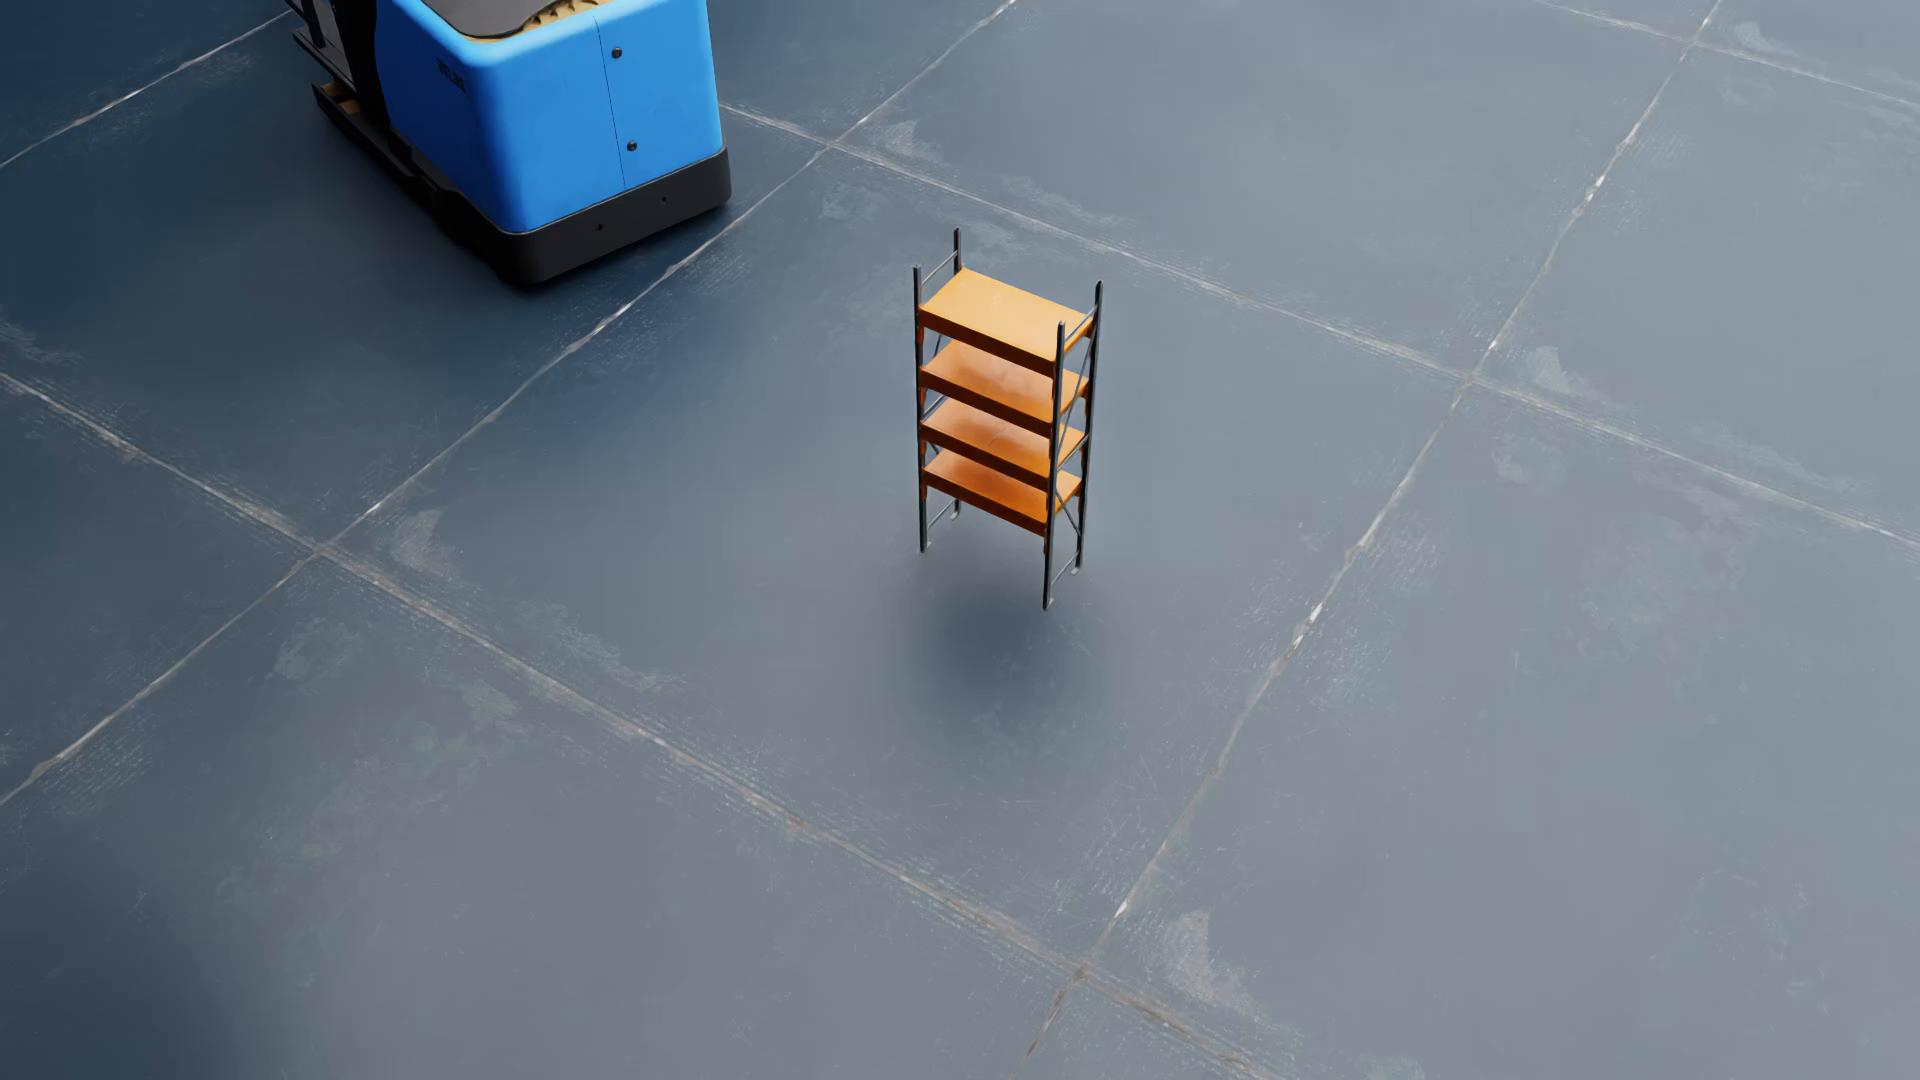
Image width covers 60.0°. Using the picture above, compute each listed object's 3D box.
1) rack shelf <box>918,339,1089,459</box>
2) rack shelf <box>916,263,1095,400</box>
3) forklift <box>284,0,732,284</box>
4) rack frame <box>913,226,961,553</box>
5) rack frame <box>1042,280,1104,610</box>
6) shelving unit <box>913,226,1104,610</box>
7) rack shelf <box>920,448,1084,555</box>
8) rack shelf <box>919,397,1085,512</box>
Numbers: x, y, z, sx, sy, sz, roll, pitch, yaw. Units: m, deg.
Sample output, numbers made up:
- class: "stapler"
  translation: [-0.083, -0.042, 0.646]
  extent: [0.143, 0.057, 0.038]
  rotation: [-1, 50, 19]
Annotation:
- class: "rack shelf"
  translation: [0.139, -0.463, 5.145]
  extent: [0.480, 0.148, 0.258]
  rotation: [25, 51, 22]
- class: "rack shelf"
  translation: [0.139, -0.628, 4.976]
  extent: [0.480, 0.148, 0.258]
  rotation: [25, 51, 22]
- class: "forklift"
  translation: [-2.289, -3.042, 6.662]
  extent: [1.130, 2.935, 3.031]
  rotation: [-30, 53, -26]
- class: "rack frame"
  translation: [-0.066, -0.449, 5.349]
  extent: [0.015, 1.200, 0.240]
  rotation: [25, 51, 22]
- class: "rack frame"
  translation: [0.345, -0.260, 5.166]
  extent: [0.015, 1.200, 0.240]
  rotation: [25, 51, 22]
- class: "shelving unit"
  translation: [0.139, -0.354, 5.257]
  extent: [0.503, 1.200, 0.258]
  rotation: [25, 51, 22]
- class: "rack shelf"
  translation: [0.139, -0.169, 5.448]
  extent: [0.480, 0.148, 0.258]
  rotation: [25, 51, 22]
- class: "rack shelf"
  translation: [0.139, -0.307, 5.306]
  extent: [0.480, 0.148, 0.258]
  rotation: [25, 51, 22]
